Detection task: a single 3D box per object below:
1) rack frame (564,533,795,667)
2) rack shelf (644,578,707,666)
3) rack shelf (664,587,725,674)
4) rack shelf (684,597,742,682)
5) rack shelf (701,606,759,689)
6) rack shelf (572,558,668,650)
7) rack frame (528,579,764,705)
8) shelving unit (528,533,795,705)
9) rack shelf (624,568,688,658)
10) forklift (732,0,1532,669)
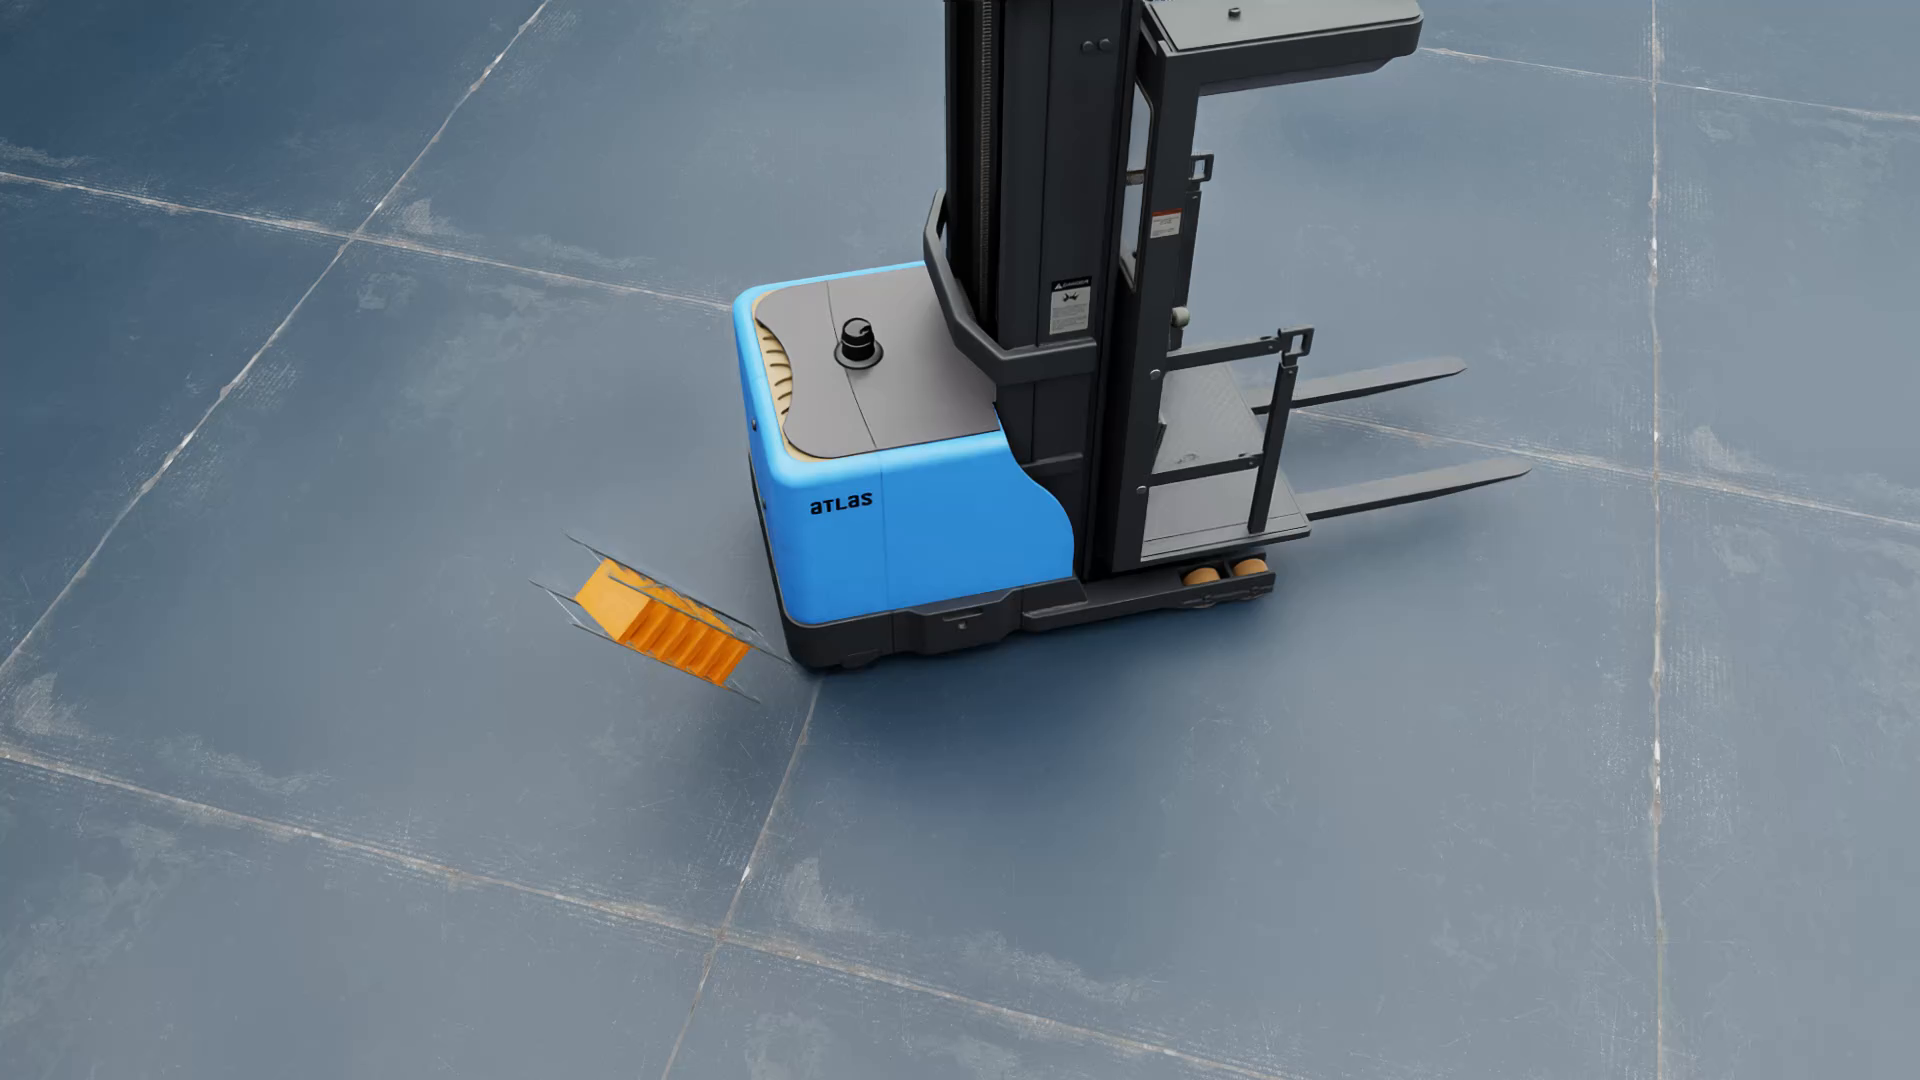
[{"bbox_3d":[-0.922,0.222,5.658,0.240,1.200,0.006,39,91,29],"label":"rack frame"},{"bbox_3d":[-1.008,0.272,5.594,0.258,0.103,0.180,39,91,29],"label":"rack shelf"},{"bbox_3d":[-0.962,0.307,5.699,0.258,0.103,0.180,39,91,29],"label":"rack shelf"},{"bbox_3d":[-0.916,0.342,5.803,0.258,0.103,0.180,39,91,29],"label":"rack shelf"},{"bbox_3d":[-0.869,0.377,5.908,0.258,0.103,0.180,39,91,29],"label":"rack shelf"},{"bbox_3d":[-1.101,0.201,5.384,0.258,0.103,0.180,39,91,29],"label":"rack shelf"},{"bbox_3d":[-1.036,0.365,5.661,0.240,1.200,0.006,39,91,29],"label":"rack frame"},{"bbox_3d":[-0.979,0.294,5.660,0.258,1.200,0.189,39,91,29],"label":"shelving unit"},{"bbox_3d":[-1.055,0.236,5.489,0.258,0.103,0.180,39,91,29],"label":"rack shelf"},{"bbox_3d":[0.733,-1.082,5.669,3.031,2.935,1.130,-10,49,-9],"label":"forklift"}]
